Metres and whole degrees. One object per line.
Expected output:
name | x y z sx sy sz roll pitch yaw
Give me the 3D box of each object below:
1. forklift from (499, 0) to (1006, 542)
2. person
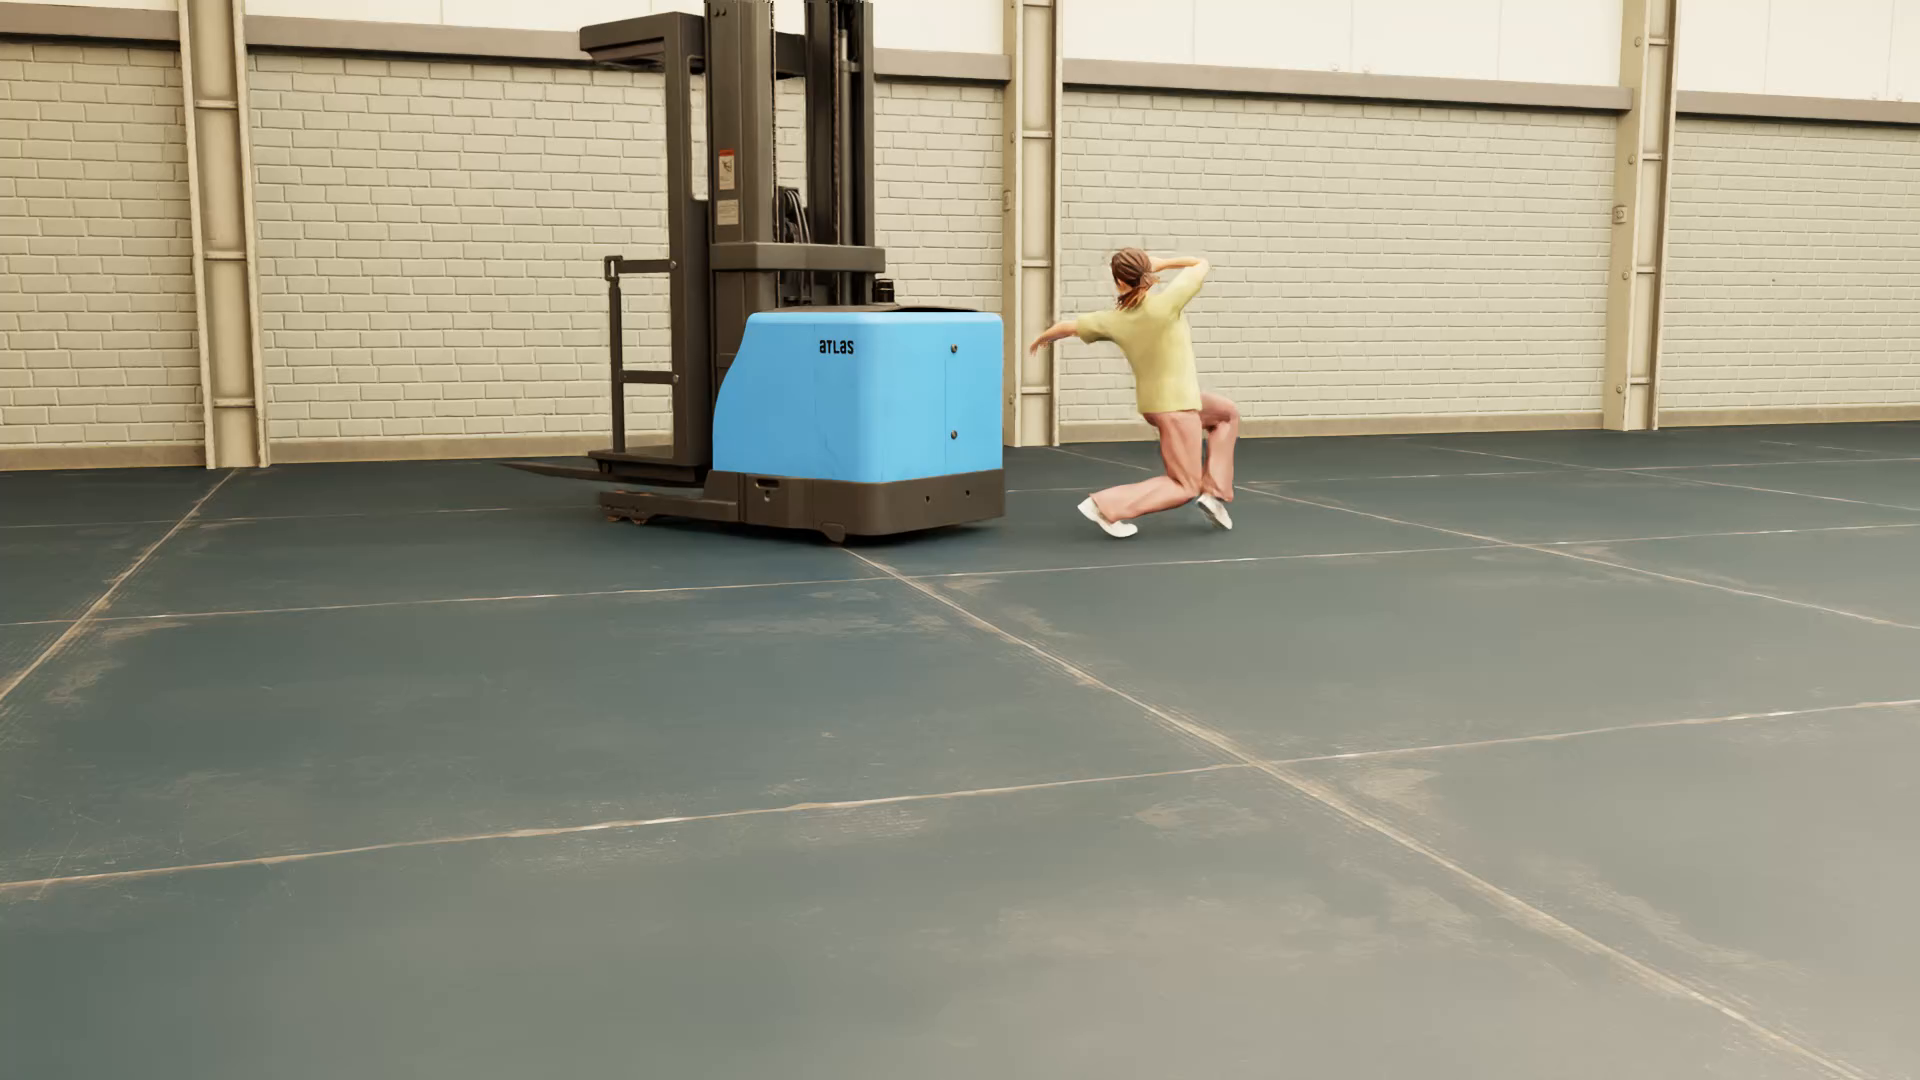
forklift | -1.241 -1.577 8.644 3.031 2.935 1.130 6 10 38
person | 0.890 -0.734 8.218 0.903 1.382 0.919 -4 9 -29
